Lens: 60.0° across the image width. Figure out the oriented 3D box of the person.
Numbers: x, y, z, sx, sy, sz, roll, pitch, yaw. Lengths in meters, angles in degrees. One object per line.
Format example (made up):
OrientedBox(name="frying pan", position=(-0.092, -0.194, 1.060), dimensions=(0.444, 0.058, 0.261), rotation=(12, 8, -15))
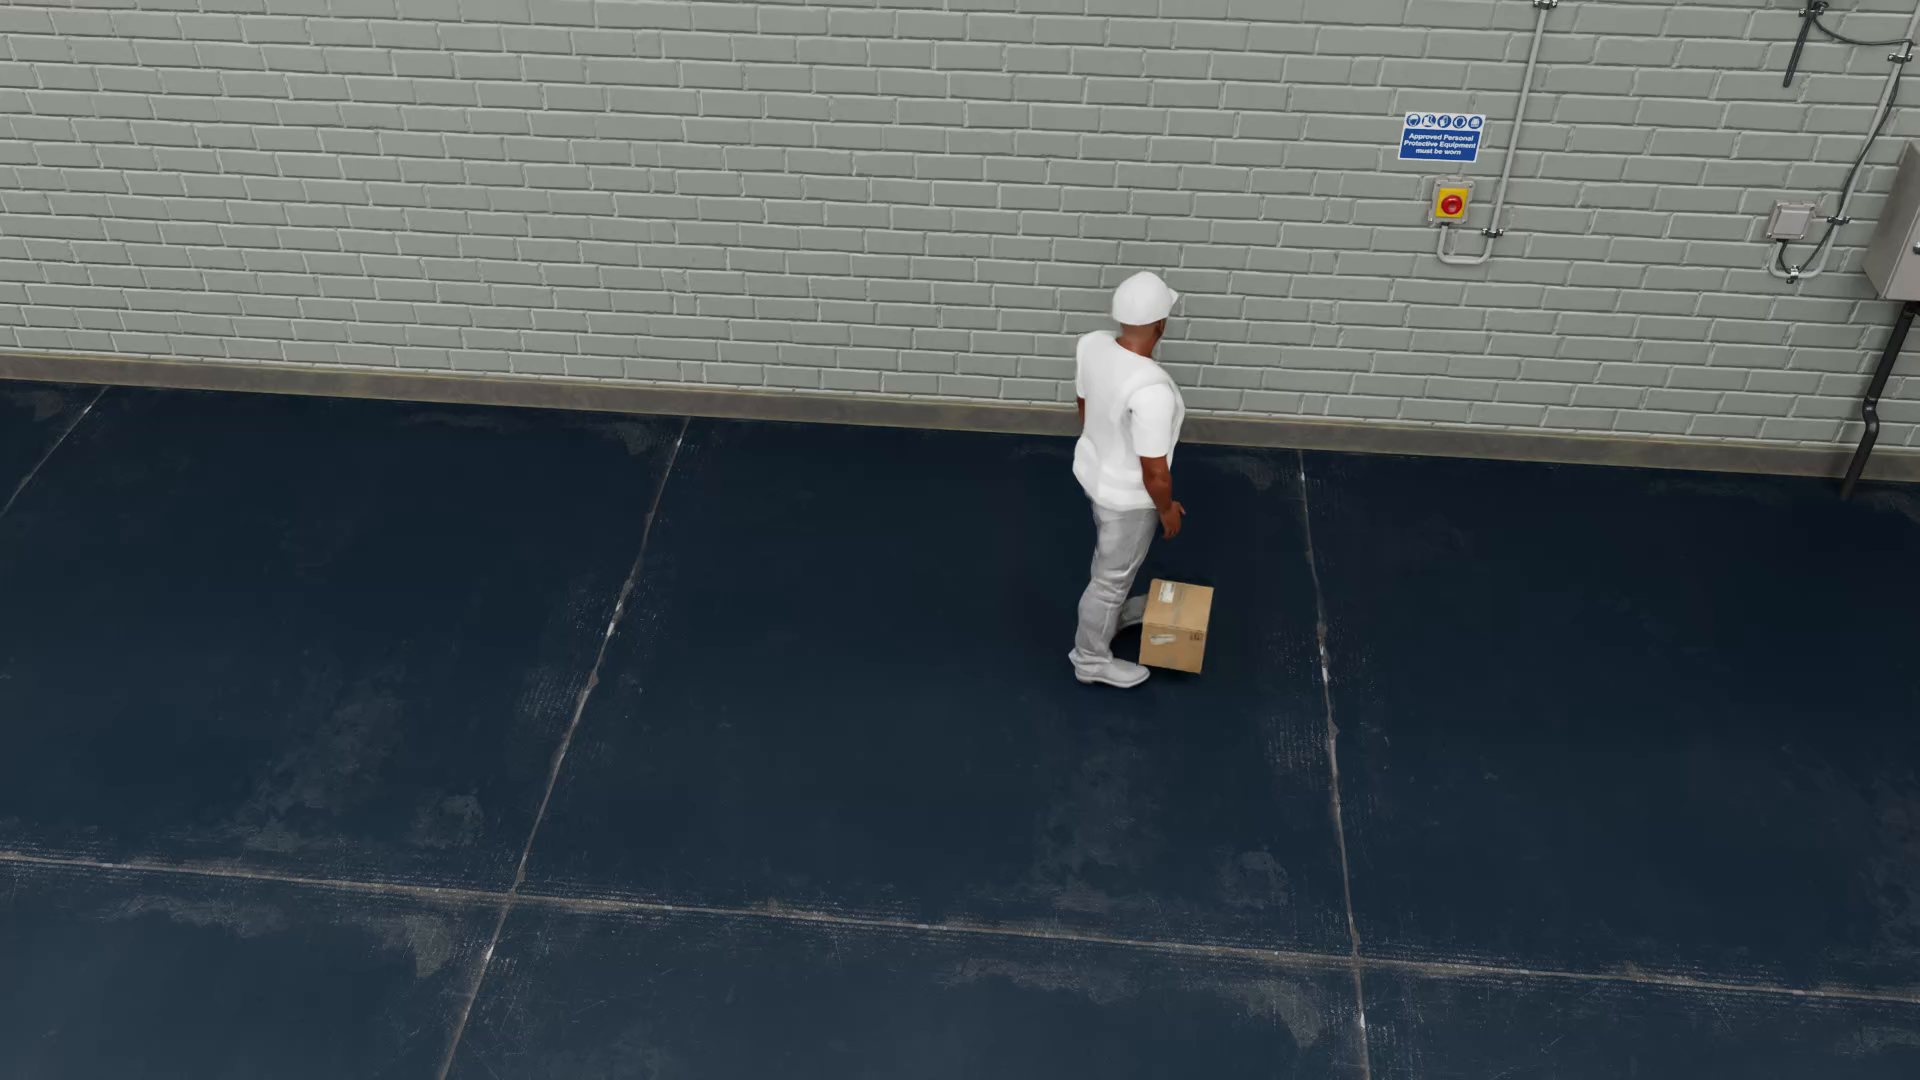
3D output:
OrientedBox(name="person", position=(0.656, -0.227, 6.397), dimensions=(0.515, 1.772, 0.575), rotation=(-14, 42, -16))
